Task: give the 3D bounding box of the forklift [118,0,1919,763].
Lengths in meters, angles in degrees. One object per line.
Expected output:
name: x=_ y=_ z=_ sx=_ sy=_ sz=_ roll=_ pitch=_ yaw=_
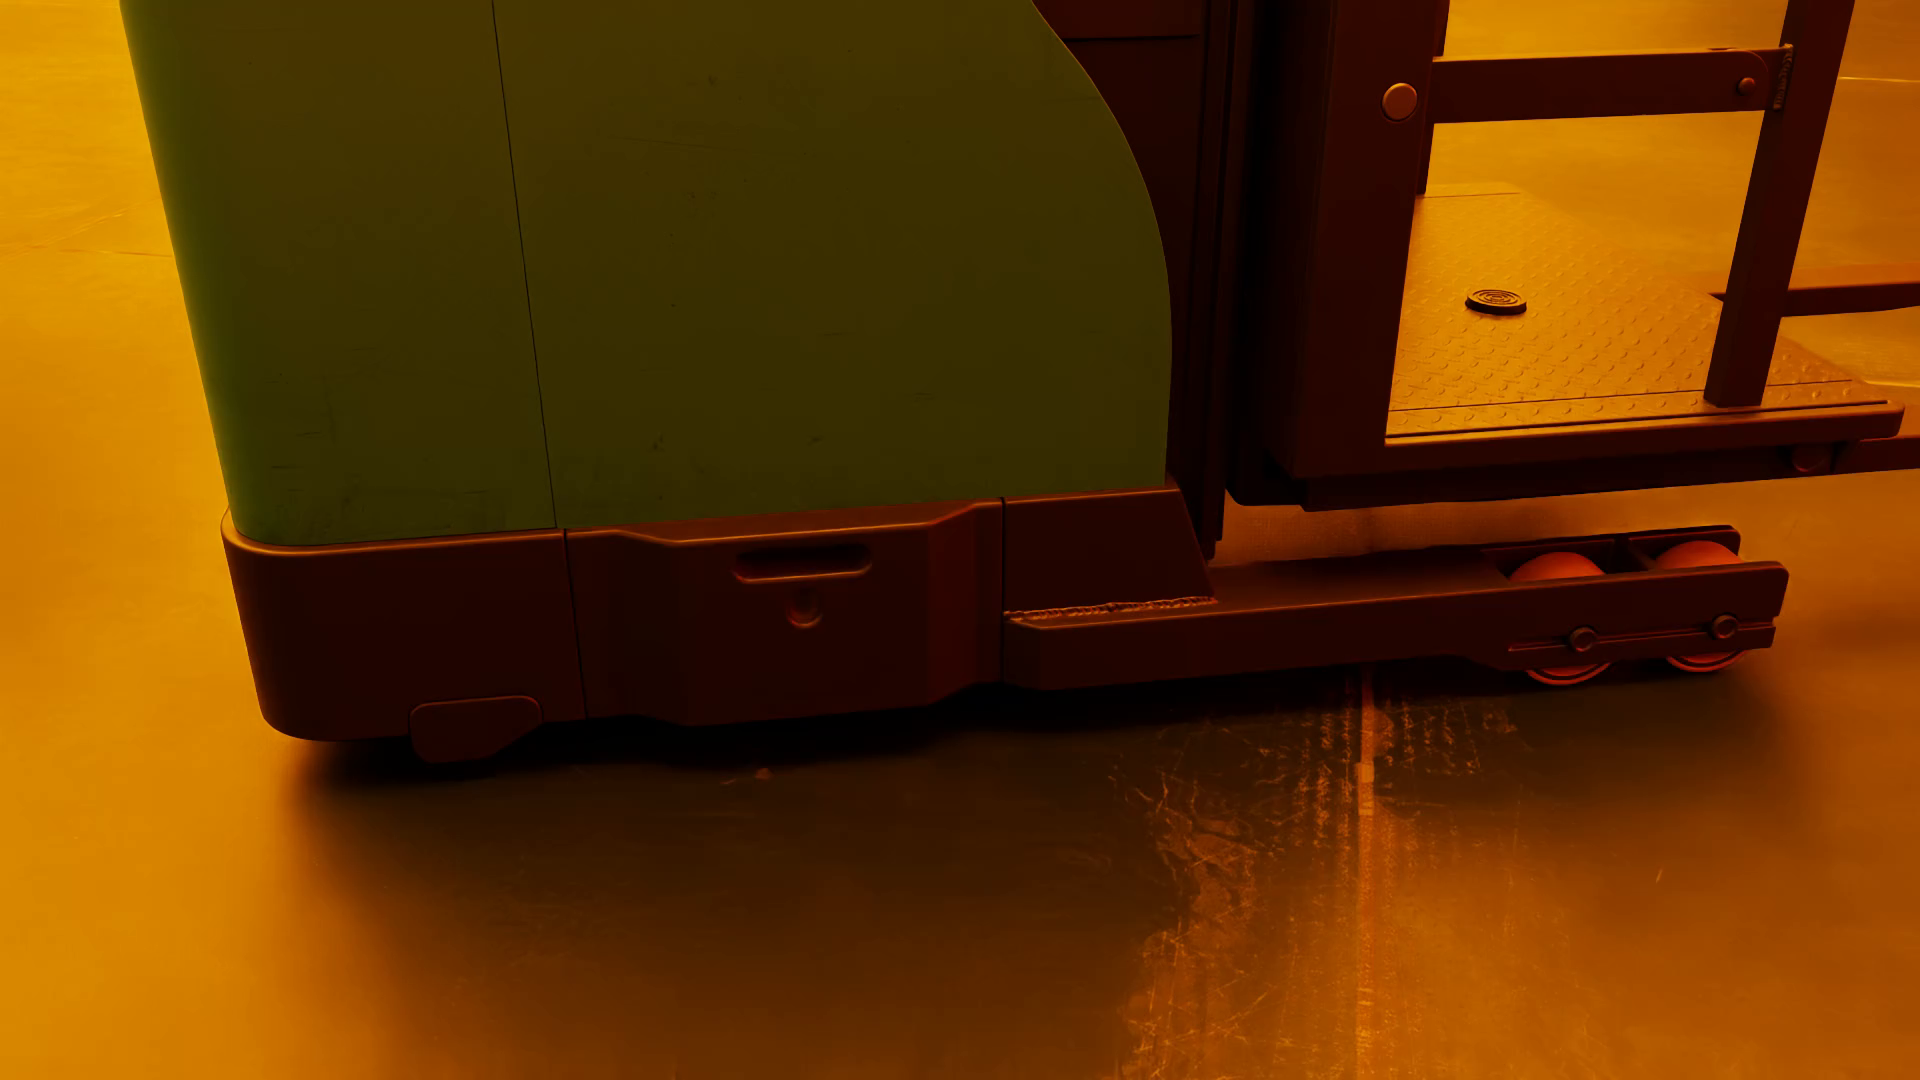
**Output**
forklift: x=0.600 y=-1.354 z=1.930 sx=3.031 sy=2.935 sz=1.130 roll=-4 pitch=27 yaw=-9
